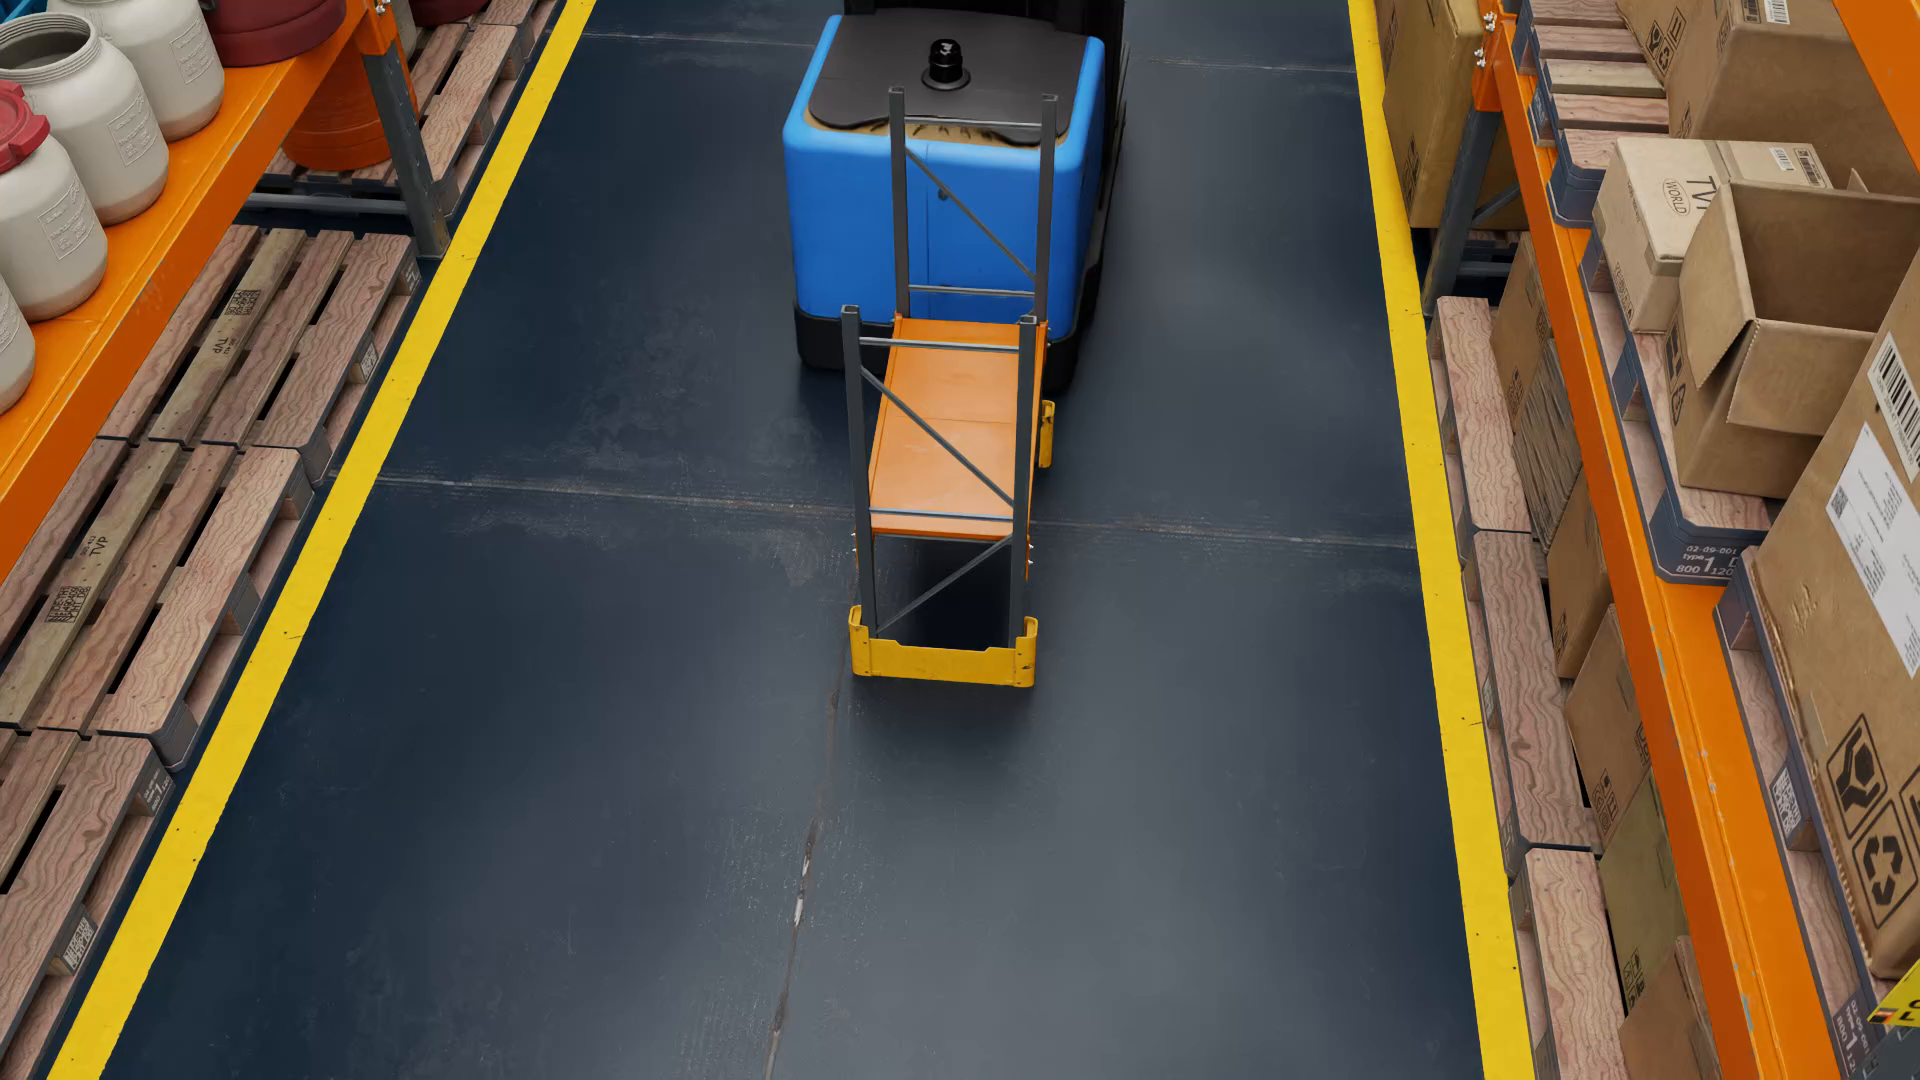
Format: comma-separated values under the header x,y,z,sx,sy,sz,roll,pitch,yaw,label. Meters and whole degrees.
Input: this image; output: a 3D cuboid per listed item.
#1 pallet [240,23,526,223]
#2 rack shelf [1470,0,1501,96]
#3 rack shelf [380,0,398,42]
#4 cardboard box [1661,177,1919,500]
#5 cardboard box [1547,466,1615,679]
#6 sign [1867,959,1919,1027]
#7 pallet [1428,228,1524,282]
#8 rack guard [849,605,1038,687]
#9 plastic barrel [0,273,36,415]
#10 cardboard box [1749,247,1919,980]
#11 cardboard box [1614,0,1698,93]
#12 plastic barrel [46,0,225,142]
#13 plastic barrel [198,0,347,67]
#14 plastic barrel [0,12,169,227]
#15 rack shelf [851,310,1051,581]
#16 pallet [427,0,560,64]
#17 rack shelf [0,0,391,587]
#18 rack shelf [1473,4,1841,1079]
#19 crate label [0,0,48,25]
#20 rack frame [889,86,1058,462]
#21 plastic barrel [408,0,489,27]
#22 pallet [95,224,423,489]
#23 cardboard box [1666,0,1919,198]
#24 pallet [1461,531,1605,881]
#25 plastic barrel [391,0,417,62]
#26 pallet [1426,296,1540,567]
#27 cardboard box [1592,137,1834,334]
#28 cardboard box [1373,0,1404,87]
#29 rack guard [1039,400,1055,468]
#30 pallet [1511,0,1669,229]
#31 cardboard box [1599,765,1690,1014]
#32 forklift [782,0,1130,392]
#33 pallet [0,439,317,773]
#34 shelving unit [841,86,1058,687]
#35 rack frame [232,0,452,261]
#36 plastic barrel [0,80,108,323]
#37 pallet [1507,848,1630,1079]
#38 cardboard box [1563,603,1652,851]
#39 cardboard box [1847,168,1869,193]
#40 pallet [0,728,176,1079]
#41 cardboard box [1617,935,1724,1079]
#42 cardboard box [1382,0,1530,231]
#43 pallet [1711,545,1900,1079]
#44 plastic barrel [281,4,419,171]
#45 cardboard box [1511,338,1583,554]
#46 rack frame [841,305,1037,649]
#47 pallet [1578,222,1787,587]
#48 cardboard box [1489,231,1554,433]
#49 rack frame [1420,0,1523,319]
x,y,z,sx,sy,sz,roll,pitch,yaw,label
-2.575,-1.873,7.320,1.003,0.211,1.213,4,48,4,pallet
2.509,-3.126,7.064,1.077,0.370,4.000,4,48,4,rack shelf
-2.423,-3.459,7.368,1.077,0.370,4.000,4,48,4,rack shelf
2.028,-0.416,3.743,0.797,0.503,0.637,8,48,8,cardboard box
2.203,0.116,5.007,0.700,0.500,0.500,7,48,7,cardboard box
1.409,0.615,2.370,0.100,0.325,0.005,4,48,4,sign
2.474,-1.532,7.008,1.003,0.211,1.213,4,48,4,pallet
-0.052,0.338,5.272,0.587,0.250,0.087,4,48,4,rack guard
-2.598,-0.566,4.143,0.433,0.535,0.433,0,48,0,plastic barrel
2.174,0.122,2.915,1.000,1.000,1.000,4,48,4,cardboard box
2.317,-1.675,4.897,0.500,0.500,0.500,-1,48,-1,cardboard box
-2.487,-1.499,5.013,0.421,0.512,0.421,0,48,0,plastic barrel
-2.346,-1.916,5.378,0.600,0.536,0.708,4,48,4,plastic barrel
-2.525,-1.190,4.730,0.421,0.512,0.421,0,48,0,plastic barrel
-0.008,-0.322,5.272,0.538,0.185,1.000,4,48,4,rack shelf
-2.461,-2.767,8.138,1.003,0.211,1.213,4,48,4,pallet
-2.788,-0.519,4.680,1.077,0.370,4.000,4,48,4,rack shelf
2.144,-0.186,4.375,1.077,0.370,4.000,4,48,4,rack shelf
-2.965,-1.532,5.094,0.502,0.435,0.616,4,48,4,crate label
0.039,-0.817,5.481,0.500,1.500,0.032,4,48,4,rack frame
-2.475,-2.750,7.582,0.600,0.588,0.708,4,48,4,plastic barrel
-2.715,-0.724,6.269,1.003,0.211,1.213,4,48,4,pallet
2.366,-1.258,4.515,0.700,0.500,0.500,10,48,9,cardboard box
2.140,0.510,5.140,1.003,0.211,1.213,4,48,4,pallet
-2.616,-2.316,7.236,0.421,0.512,0.421,0,48,0,plastic barrel
2.254,-0.384,5.958,1.003,0.211,1.213,4,48,4,pallet
1.945,-0.774,4.242,0.500,0.250,0.500,3,48,2,cardboard box
2.499,-2.484,7.144,1.225,0.875,0.875,4,48,4,cardboard box
0.038,-0.394,5.941,0.587,0.250,0.087,4,48,4,rack guard
2.368,-1.303,5.039,1.213,0.211,1.003,4,48,4,pallet
2.102,0.937,4.256,0.700,0.500,0.500,4,48,3,cardboard box
0.131,-2.640,6.179,1.130,2.935,3.031,7,48,6,forklift
-2.829,0.170,5.452,1.003,0.211,1.213,4,48,4,pallet
-0.007,-0.450,5.145,0.587,1.500,1.083,4,48,4,shelving unit
-2.606,-2.232,5.759,1.000,3.000,0.127,4,48,4,rack frame
-2.558,-0.884,4.433,0.433,0.535,0.433,0,48,0,plastic barrel
2.032,1.409,4.318,1.003,0.211,1.213,4,48,4,pallet
2.152,0.526,4.632,0.700,0.500,0.500,0,48,0,cardboard box
2.444,-0.752,4.211,0.396,0.266,0.258,3,48,2,cardboard box
-2.937,1.069,4.629,1.003,0.211,1.213,4,48,4,pallet
2.040,1.286,3.937,0.700,0.500,0.500,1,48,1,cardboard box
2.410,-1.829,6.545,1.225,0.875,0.875,2,48,2,cardboard box
2.177,0.553,3.341,1.003,0.211,1.213,4,48,4,pallet
-2.578,-2.002,6.734,0.600,0.830,0.708,4,48,4,plastic barrel
2.248,-0.301,5.389,0.700,0.500,0.500,0,48,0,cardboard box
-0.054,-0.070,4.798,0.500,1.500,0.032,4,48,4,rack frame
2.187,-0.377,4.192,1.003,0.211,1.213,4,48,4,pallet
2.286,-0.710,5.762,0.700,0.500,0.500,2,48,1,cardboard box
2.327,-1.899,5.454,1.000,3.000,0.127,4,48,4,rack frame
